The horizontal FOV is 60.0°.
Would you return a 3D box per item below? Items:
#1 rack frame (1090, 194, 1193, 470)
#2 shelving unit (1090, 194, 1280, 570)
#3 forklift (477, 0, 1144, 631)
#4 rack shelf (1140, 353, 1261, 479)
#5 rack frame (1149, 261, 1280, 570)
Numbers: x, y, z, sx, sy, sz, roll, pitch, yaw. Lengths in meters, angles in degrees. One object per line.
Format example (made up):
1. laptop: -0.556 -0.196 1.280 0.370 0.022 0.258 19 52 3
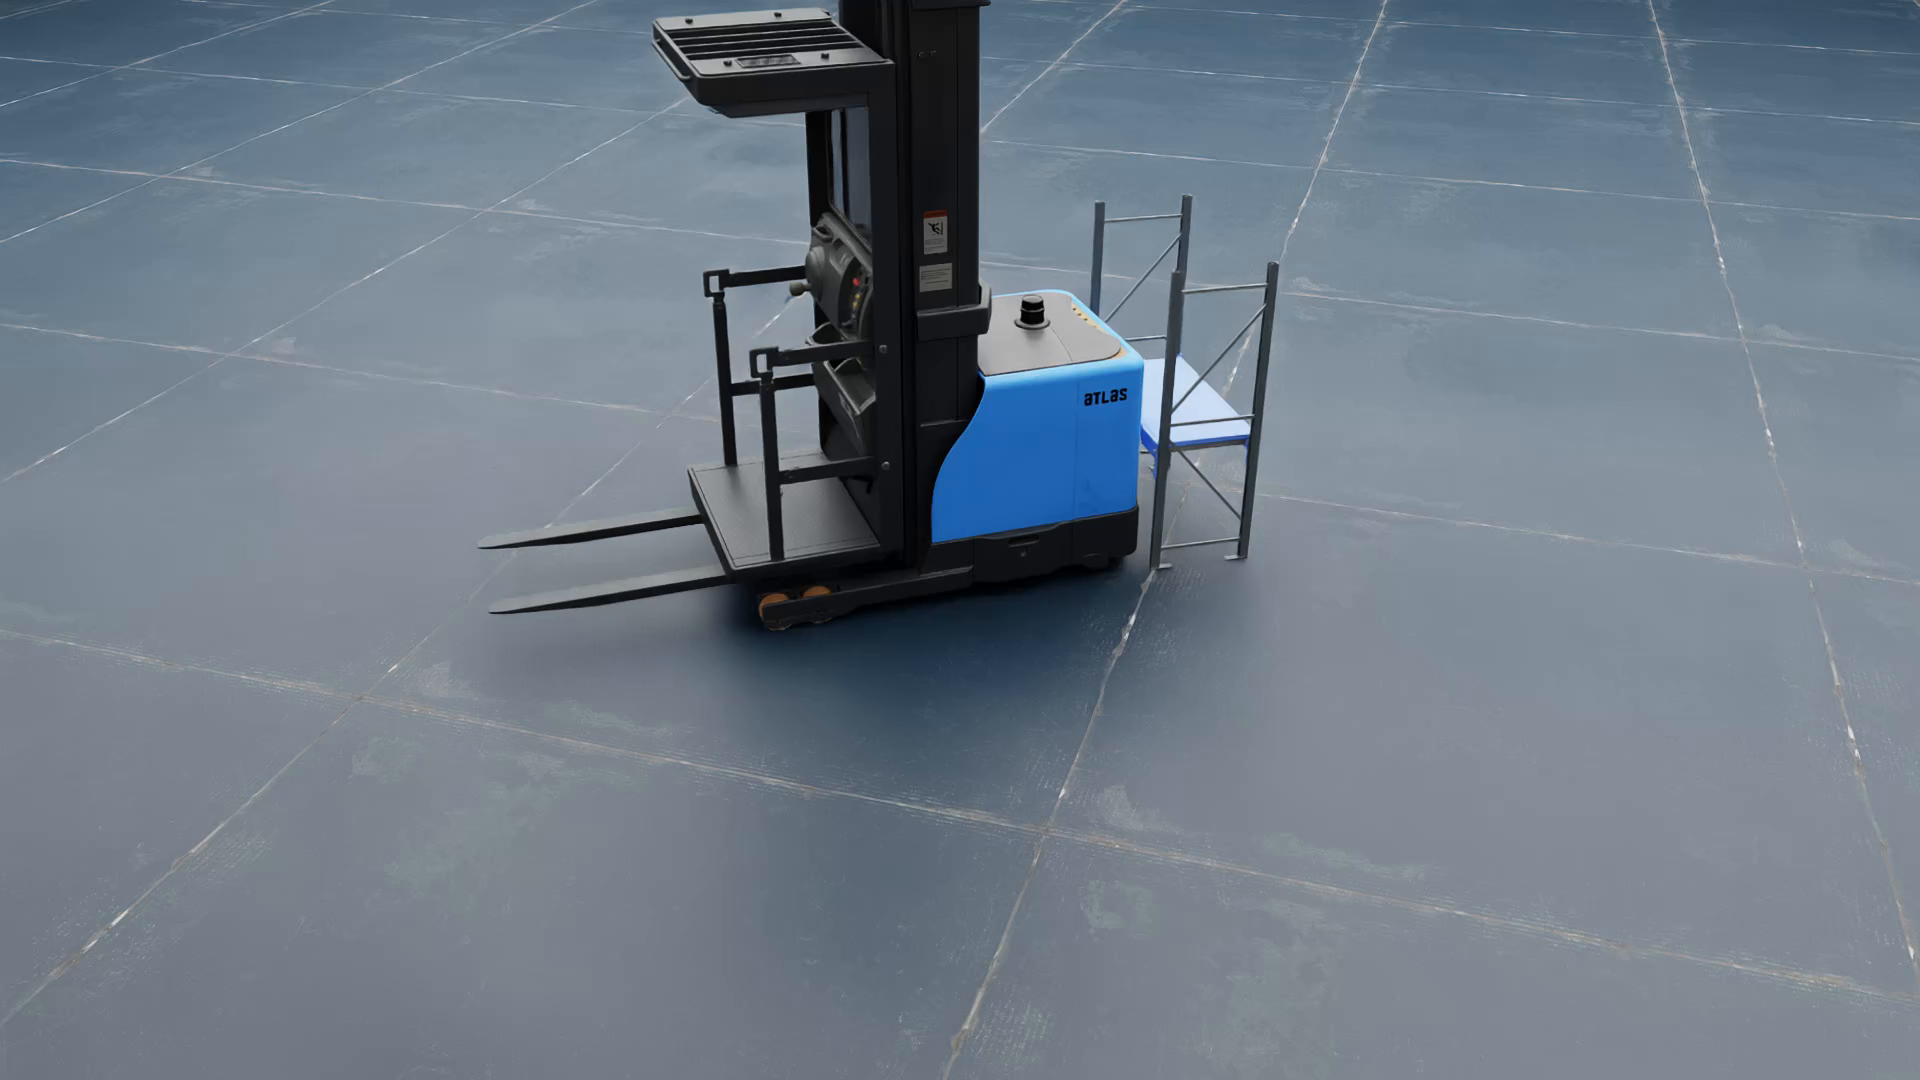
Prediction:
1. rack frame: 0.897 -1.024 8.541 0.500 1.500 0.032 -7 30 -14
2. shelving unit: 1.030 -0.785 8.112 0.538 1.500 1.048 -7 30 -14
3. forklift: -0.720 -1.160 7.320 3.031 2.935 1.130 -9 30 -16
4. rack shelf: 1.028 -0.628 8.199 0.538 0.185 1.000 -7 30 -14
5. rack frame: 1.162 -0.547 7.683 0.500 1.500 0.032 -7 30 -14
